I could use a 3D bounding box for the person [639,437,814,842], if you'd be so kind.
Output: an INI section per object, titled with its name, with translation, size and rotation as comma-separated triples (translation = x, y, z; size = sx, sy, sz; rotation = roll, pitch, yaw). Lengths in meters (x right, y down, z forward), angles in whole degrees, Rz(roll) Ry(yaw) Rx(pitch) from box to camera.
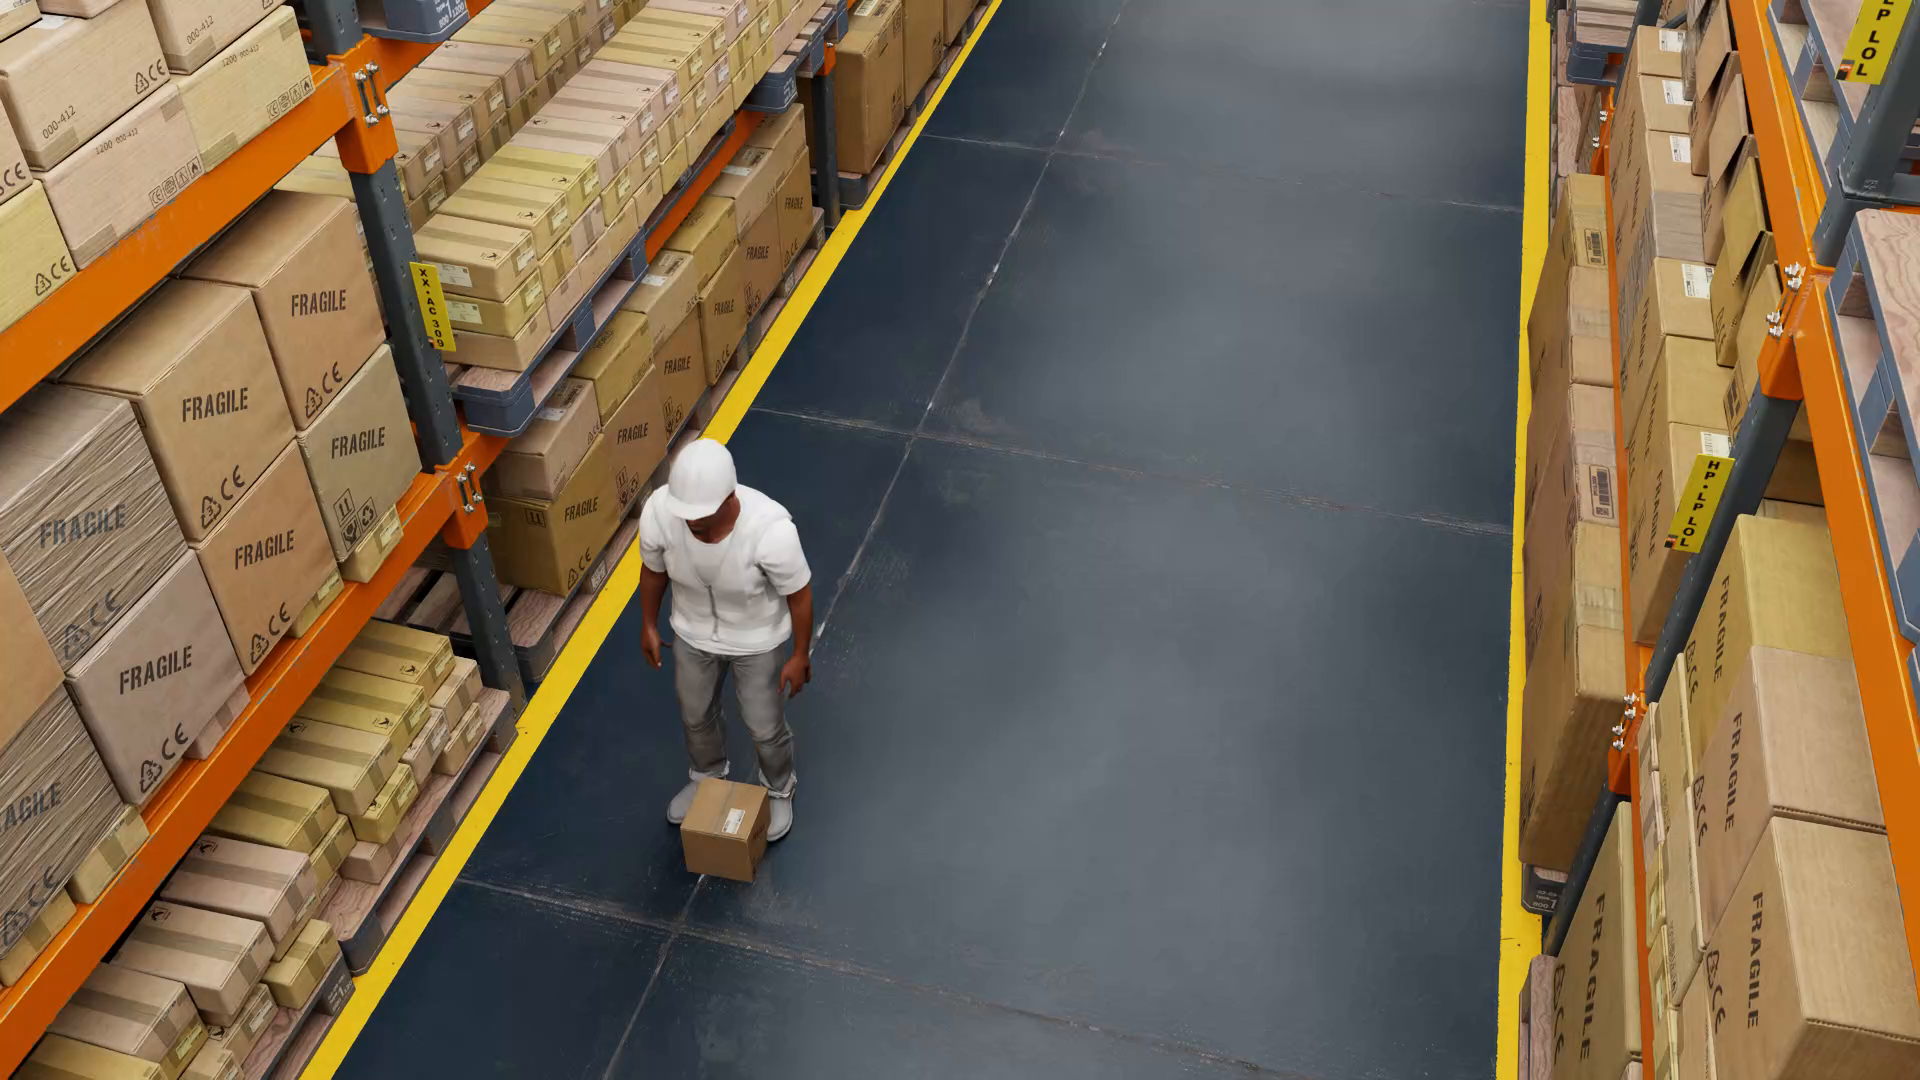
[person]
translation = -0.808, 0.340, 5.749
size = 0.627, 1.761, 0.456
rotation = 10, 42, 12
